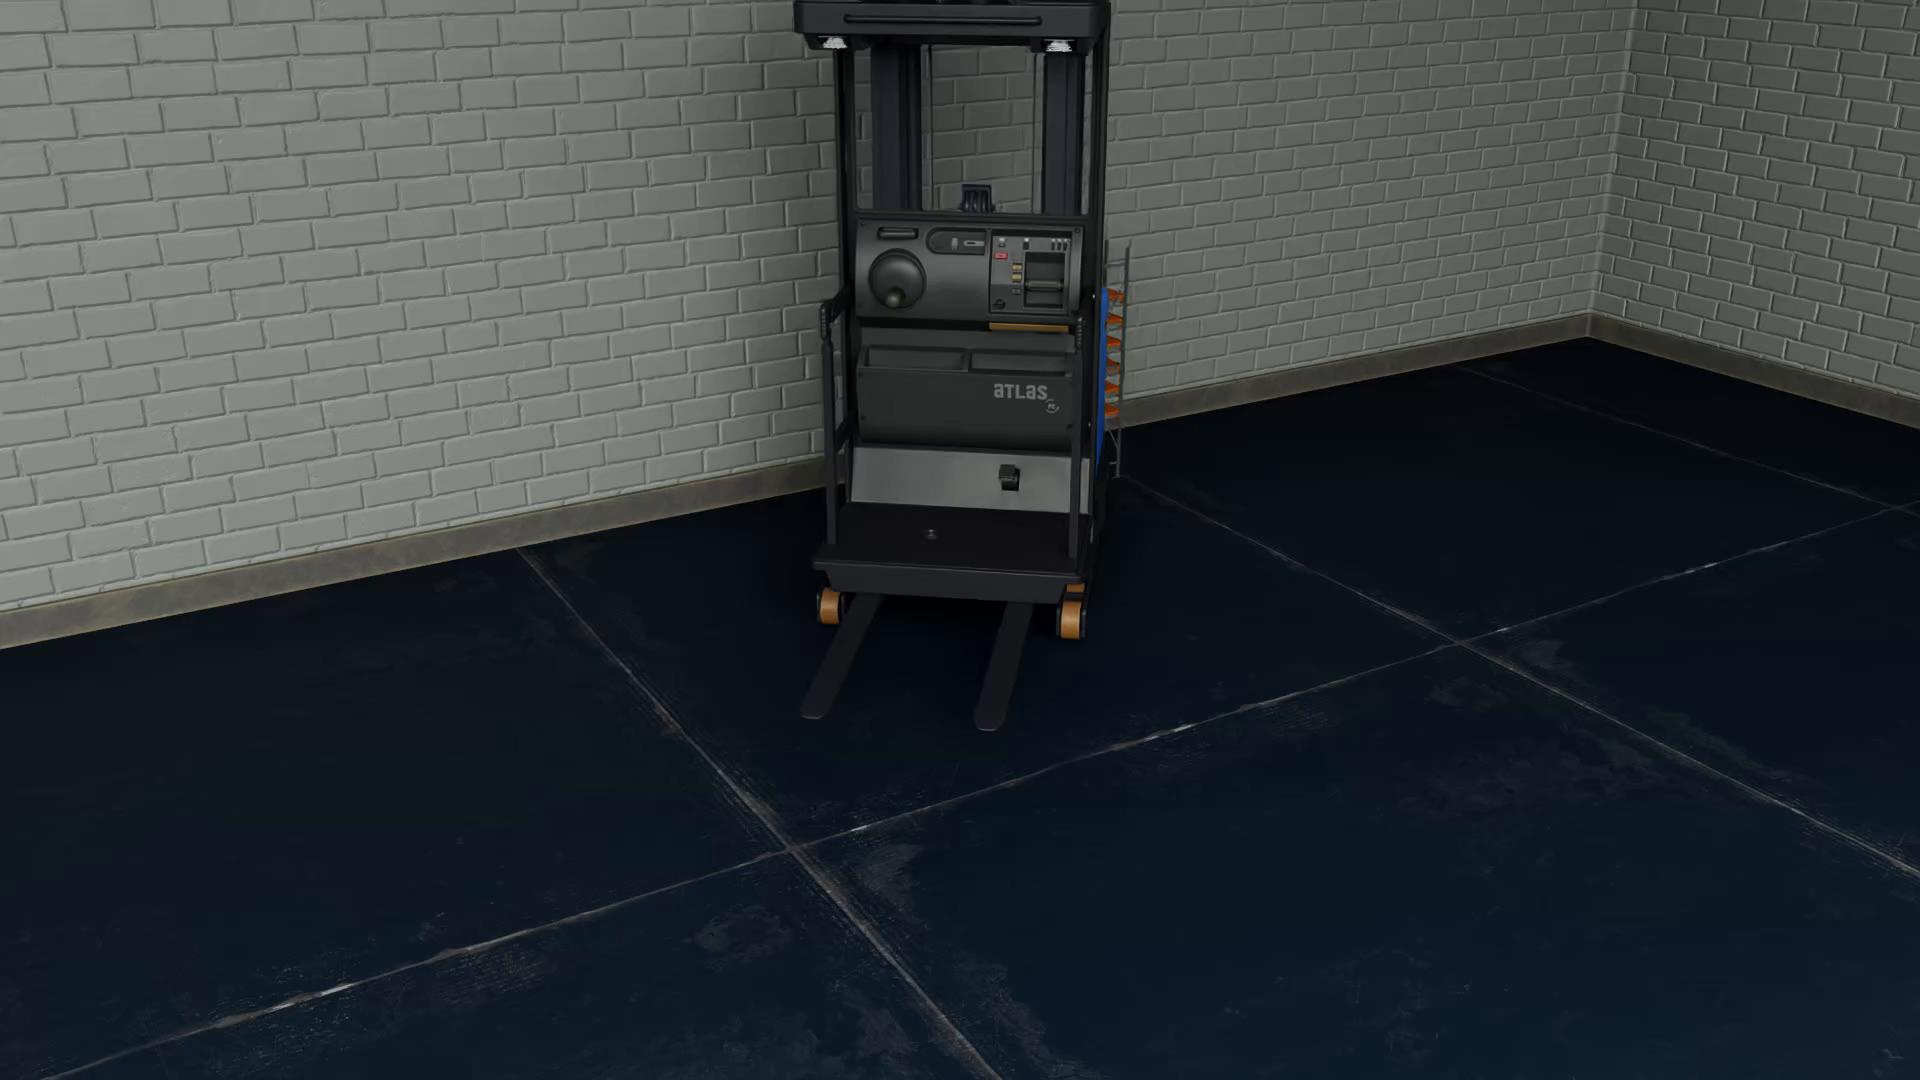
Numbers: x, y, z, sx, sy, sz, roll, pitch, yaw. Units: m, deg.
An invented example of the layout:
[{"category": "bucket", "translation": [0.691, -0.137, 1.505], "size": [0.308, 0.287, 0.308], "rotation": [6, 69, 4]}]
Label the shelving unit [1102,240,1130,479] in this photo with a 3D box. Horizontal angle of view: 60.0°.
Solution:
[{"category": "shelving unit", "translation": [0.678, -0.891, 8.407], "size": [0.258, 1.200, 0.189], "rotation": [-12, 25, -28]}]

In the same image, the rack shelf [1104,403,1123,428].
[{"category": "rack shelf", "translation": [0.676, -0.628, 8.514], "size": [0.258, 0.103, 0.180], "rotation": [-12, 25, -28]}]

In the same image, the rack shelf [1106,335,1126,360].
[{"category": "rack shelf", "translation": [0.679, -0.961, 8.379], "size": [0.258, 0.103, 0.180], "rotation": [-12, 25, -28]}]

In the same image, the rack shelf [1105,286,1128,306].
[{"category": "rack shelf", "translation": [0.681, -1.184, 8.289], "size": [0.258, 0.103, 0.180], "rotation": [-12, 25, -28]}]

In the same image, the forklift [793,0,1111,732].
[{"category": "forklift", "translation": [0.005, -1.088, 6.596], "size": [1.130, 2.935, 3.031], "rotation": [3, 22, 8]}]

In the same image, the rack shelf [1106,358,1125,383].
[{"category": "rack shelf", "translation": [0.678, -0.850, 8.424], "size": [0.258, 0.103, 0.180], "rotation": [-12, 25, -28]}]

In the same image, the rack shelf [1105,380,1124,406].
[{"category": "rack shelf", "translation": [0.677, -0.739, 8.469], "size": [0.258, 0.103, 0.180], "rotation": [-12, 25, -28]}]

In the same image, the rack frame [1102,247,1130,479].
[{"category": "rack frame", "translation": [0.725, -0.861, 8.334], "size": [0.240, 1.200, 0.006], "rotation": [-12, 25, -28]}]

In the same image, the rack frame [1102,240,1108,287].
[{"category": "rack frame", "translation": [0.632, -0.921, 8.480], "size": [0.240, 1.200, 0.006], "rotation": [-12, 25, -28]}]

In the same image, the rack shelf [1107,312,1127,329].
[{"category": "rack shelf", "translation": [0.680, -1.072, 8.334], "size": [0.258, 0.103, 0.180], "rotation": [-12, 25, -28]}]
